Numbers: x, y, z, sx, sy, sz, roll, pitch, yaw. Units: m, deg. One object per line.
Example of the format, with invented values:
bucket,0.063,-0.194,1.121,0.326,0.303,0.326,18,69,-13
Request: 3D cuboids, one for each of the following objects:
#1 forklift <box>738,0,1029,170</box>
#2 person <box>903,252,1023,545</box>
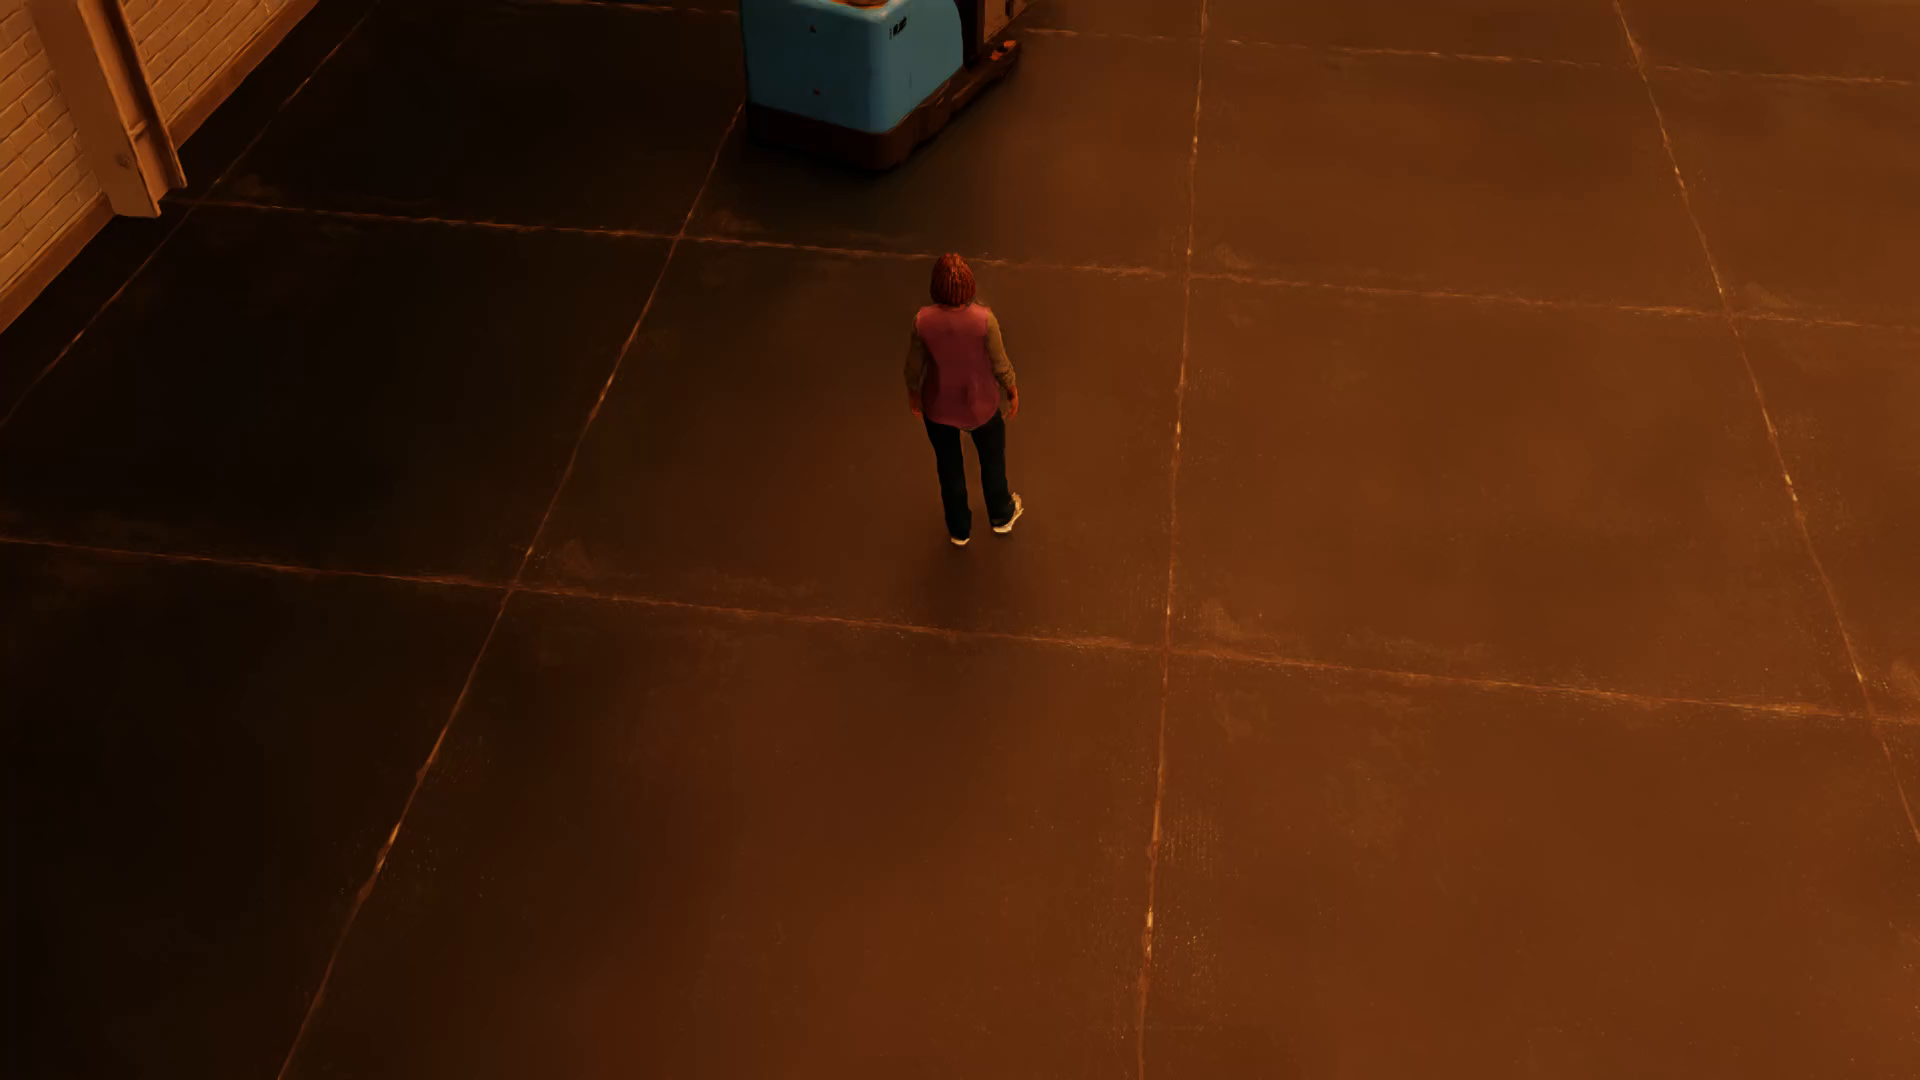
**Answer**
forklift,-0.225,-4.362,10.472,1.130,2.935,3.031,19,46,20
person,0.024,-0.642,7.399,0.520,1.597,0.474,5,43,6
